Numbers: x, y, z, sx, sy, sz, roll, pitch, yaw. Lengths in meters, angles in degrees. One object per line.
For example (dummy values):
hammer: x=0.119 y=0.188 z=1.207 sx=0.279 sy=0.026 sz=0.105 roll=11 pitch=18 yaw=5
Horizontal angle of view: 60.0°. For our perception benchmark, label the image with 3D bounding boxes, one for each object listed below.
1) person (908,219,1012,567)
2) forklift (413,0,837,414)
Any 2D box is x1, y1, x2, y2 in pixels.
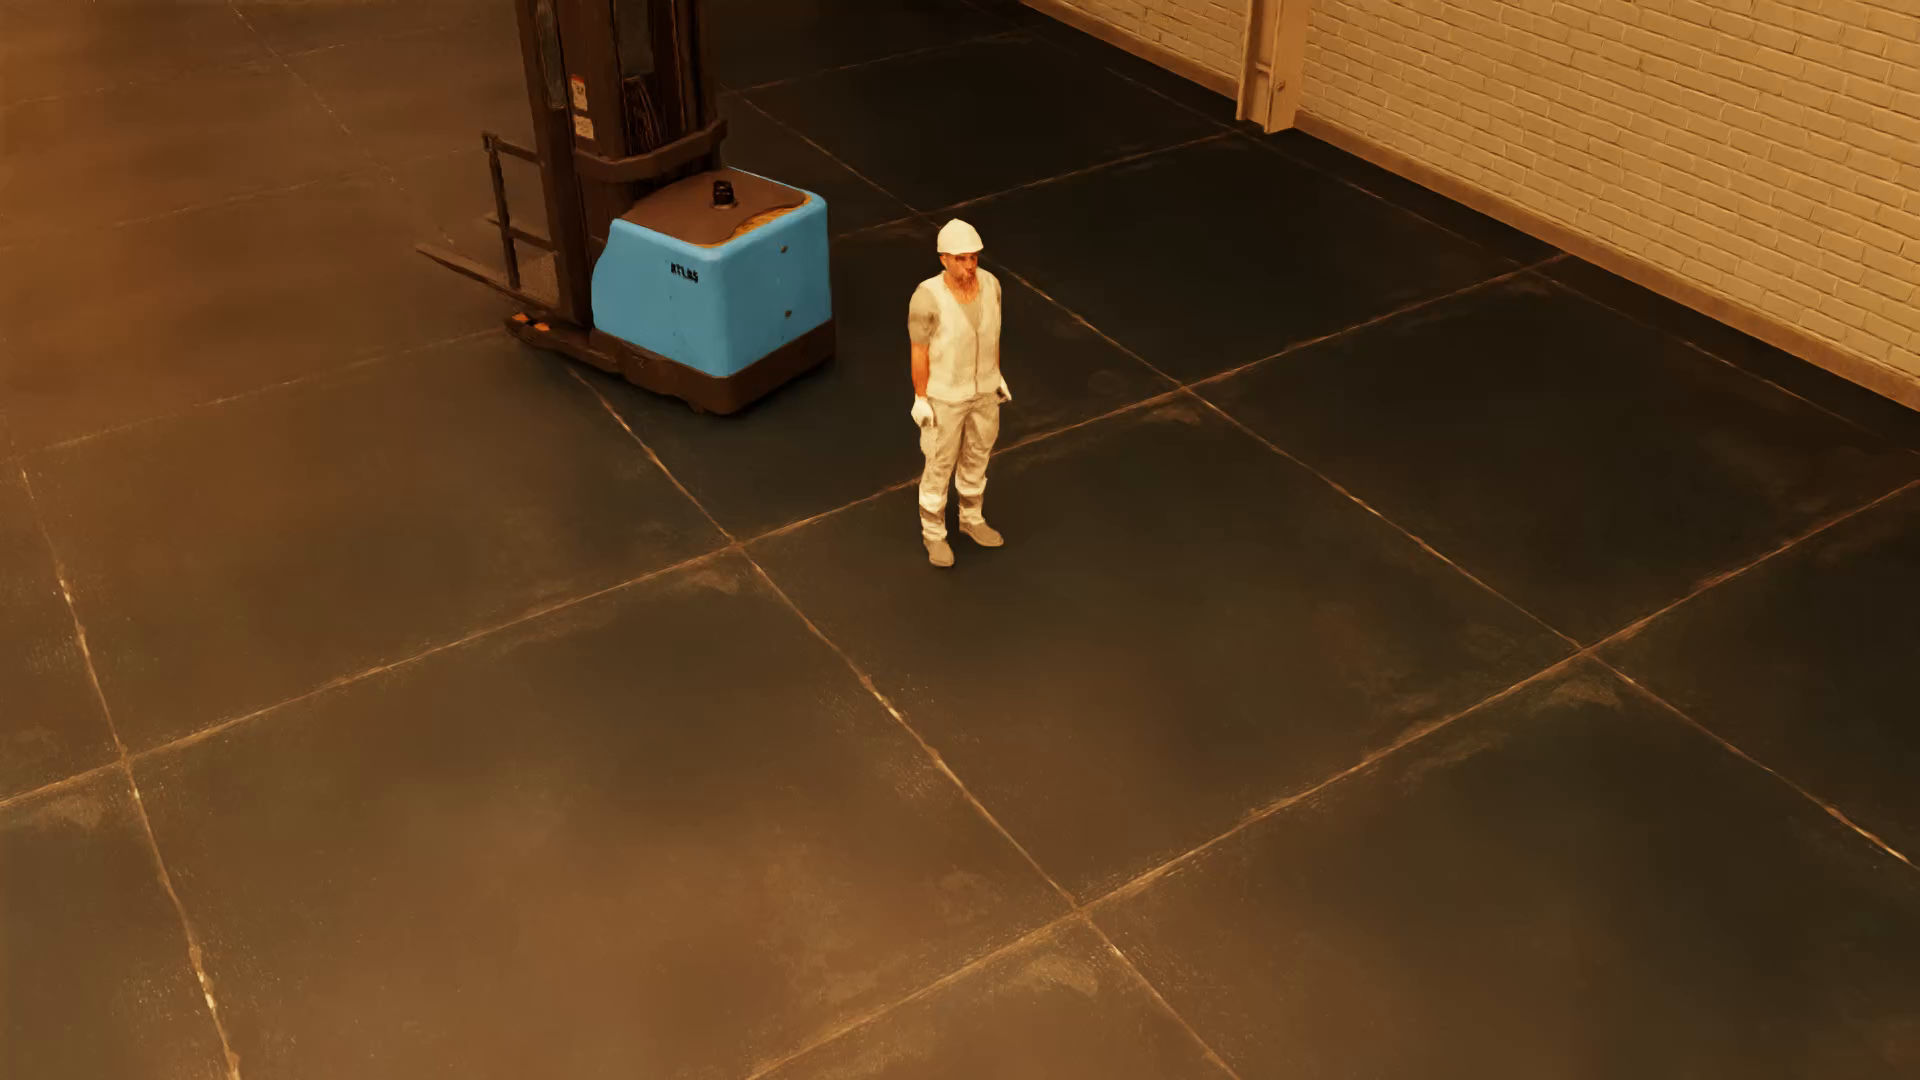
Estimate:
person: x=0.012 y=-0.723 z=8.168 sx=0.540 sy=1.795 sz=0.349 roll=-21 pitch=40 yaw=-27
forklift: x=-2.243 y=-2.609 z=9.860 sx=3.031 sy=2.935 sz=1.130 roll=23 pitch=41 yaw=29
